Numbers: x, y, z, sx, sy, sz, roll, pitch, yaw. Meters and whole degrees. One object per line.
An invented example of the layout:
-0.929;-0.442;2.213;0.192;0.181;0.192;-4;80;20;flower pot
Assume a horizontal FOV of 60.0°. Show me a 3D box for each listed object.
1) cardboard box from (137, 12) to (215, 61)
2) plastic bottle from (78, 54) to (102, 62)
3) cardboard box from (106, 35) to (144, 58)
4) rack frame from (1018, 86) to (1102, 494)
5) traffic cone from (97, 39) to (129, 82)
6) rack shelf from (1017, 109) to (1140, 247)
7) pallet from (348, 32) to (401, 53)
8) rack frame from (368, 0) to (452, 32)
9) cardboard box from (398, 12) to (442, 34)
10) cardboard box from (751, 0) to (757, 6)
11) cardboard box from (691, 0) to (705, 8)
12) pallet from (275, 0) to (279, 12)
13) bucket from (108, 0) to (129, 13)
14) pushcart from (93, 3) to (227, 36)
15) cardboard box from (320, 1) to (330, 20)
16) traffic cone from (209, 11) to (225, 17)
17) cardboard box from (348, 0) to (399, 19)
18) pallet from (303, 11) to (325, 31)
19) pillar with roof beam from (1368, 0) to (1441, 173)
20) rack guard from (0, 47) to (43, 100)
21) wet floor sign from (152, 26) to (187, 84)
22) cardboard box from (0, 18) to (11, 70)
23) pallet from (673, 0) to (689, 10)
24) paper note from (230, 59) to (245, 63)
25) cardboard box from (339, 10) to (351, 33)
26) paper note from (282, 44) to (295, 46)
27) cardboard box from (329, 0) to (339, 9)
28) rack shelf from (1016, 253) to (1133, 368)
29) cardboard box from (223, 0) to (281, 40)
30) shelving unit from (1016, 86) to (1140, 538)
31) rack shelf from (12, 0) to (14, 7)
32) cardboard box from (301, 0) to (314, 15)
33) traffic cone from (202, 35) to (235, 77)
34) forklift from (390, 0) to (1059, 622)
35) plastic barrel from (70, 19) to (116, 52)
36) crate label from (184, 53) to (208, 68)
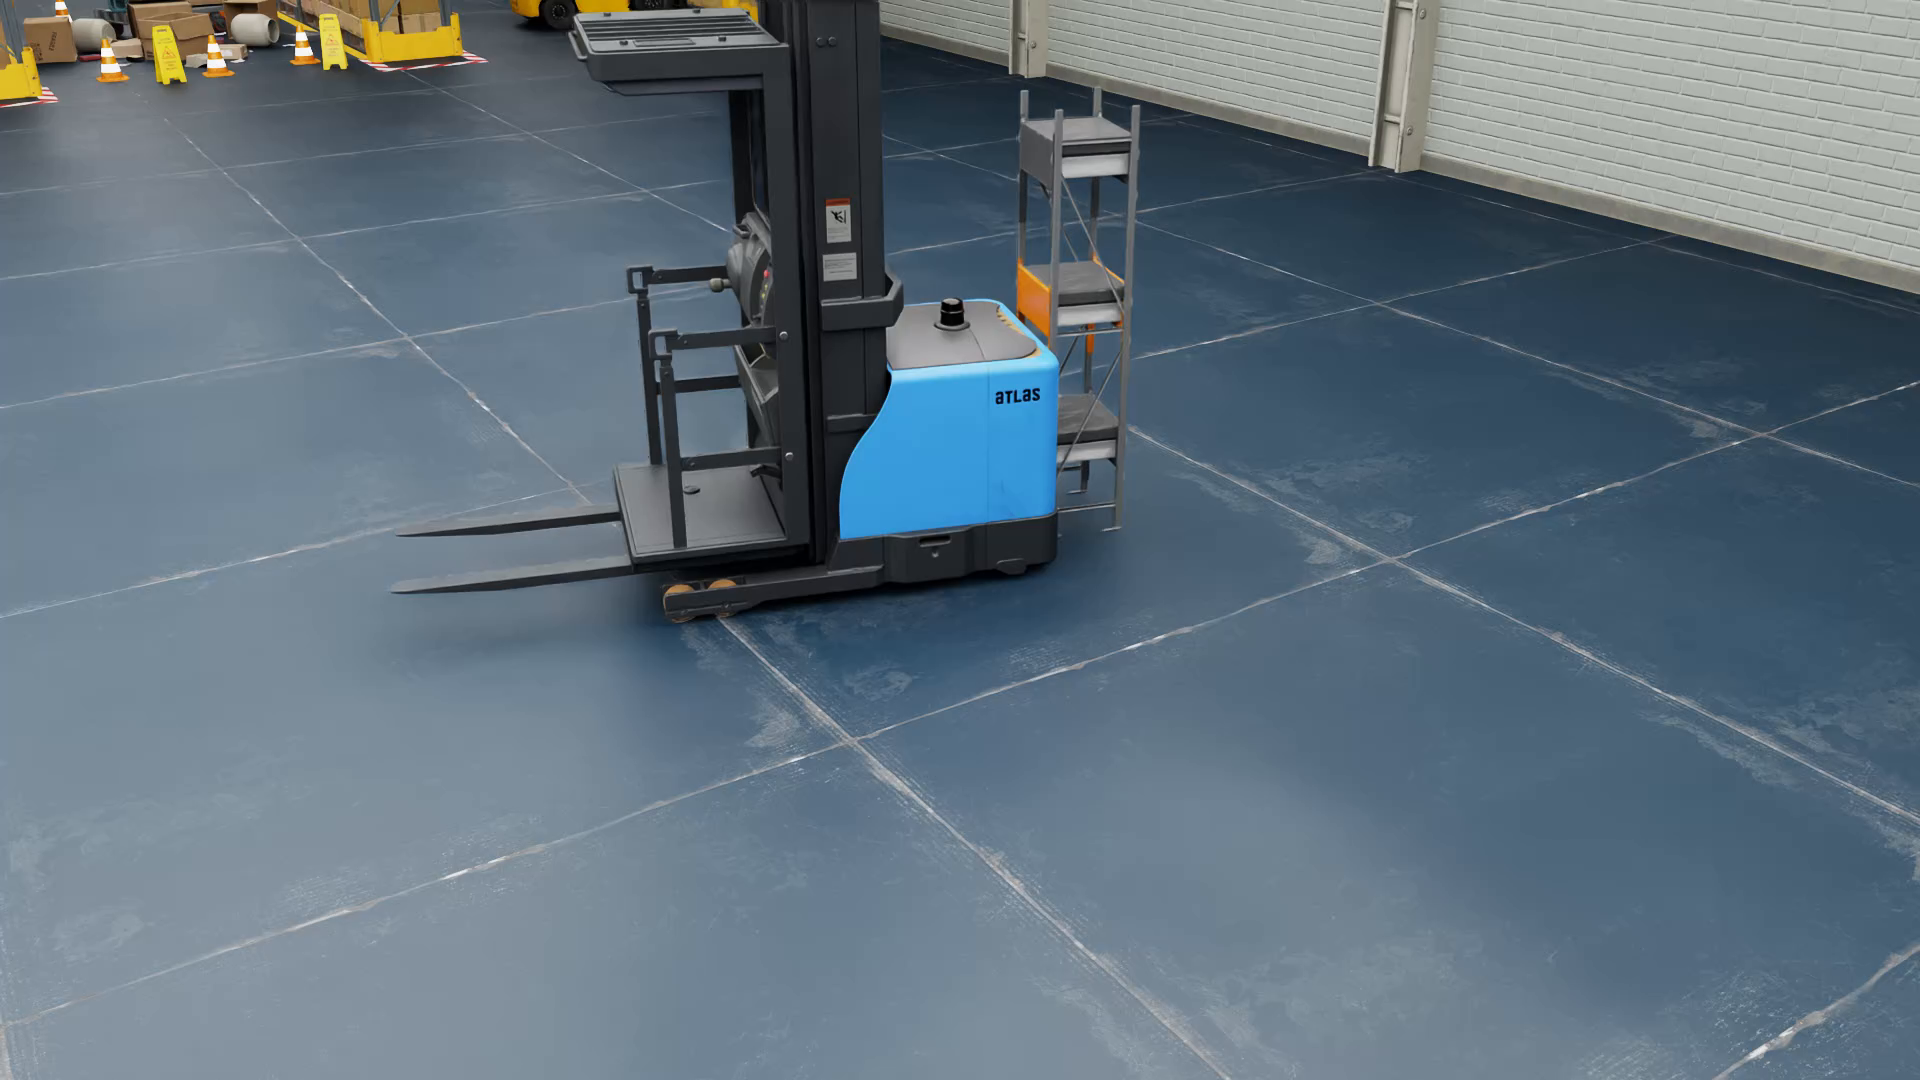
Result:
-10.057;-6.466;21.357;0.637;0.503;0.797;7;26;15;cardboard box
-11.077;-6.156;21.219;0.133;0.061;0.283;18;31;33;plastic bottle
-10.771;-6.375;21.444;0.396;0.266;0.258;-10;27;-21;cardboard box
0.478;-1.179;8.288;0.400;2.100;0.015;-7;26;-15;rack frame
-10.169;-5.740;19.867;0.336;0.463;0.334;-16;29;-30;traffic cone
0.546;-1.700;7.784;0.431;0.518;0.480;-7;26;-15;rack shelf
-7.432;-6.621;22.029;1.003;0.211;1.213;-16;29;-30;pallet
-6.976;-7.556;20.743;1.000;3.000;0.127;-16;29;-30;rack frame
-7.185;-6.856;21.988;0.500;0.250;0.500;-16;30;-30;cardboard box
-2.924;-7.882;24.162;0.500;0.250;0.500;-15;29;-29;cardboard box
-3.604;-7.935;24.275;0.500;0.250;0.500;-16;29;-30;cardboard box
-10.256;-8.441;25.883;1.003;0.211;1.213;-16;29;-30;pallet
-11.246;-7.493;22.663;0.726;0.611;0.620;-6;16;-12;bucket
-11.043;-7.252;23.170;0.936;0.377;1.648;18;31;33;pushcart
-8.472;-7.282;22.891;0.500;0.250;0.500;-16;30;-30;cardboard box
-11.010;-7.957;24.563;0.336;0.463;0.334;-16;29;-30;traffic cone
-7.632;-7.068;21.558;0.500;0.500;0.500;-15;29;-29;cardboard box
-8.764;-7.494;23.877;1.003;0.211;1.213;-16;29;-30;pallet
0.499;-6.591;11.670;9.100;9.000;0.400;-16;29;-30;pillar with roof beam
-11.056;-5.228;18.738;1.175;0.500;0.348;-16;29;-30;rack guard
-9.394;-5.753;19.681;0.267;0.644;0.232;-22;33;-38;wet floor sign
-11.494;-5.823;19.068;0.875;0.875;0.875;-15;29;-29;cardboard box
-3.934;-8.153;25.273;1.003;0.211;1.213;-16;29;-30;pallet
-9.160;-6.088;21.110;0.142;0.019;0.148;18;31;33;paper note
-7.919;-6.916;22.116;0.500;0.250;0.500;-15;29;-29;cardboard box
-8.970;-6.633;22.264;0.148;0.019;0.142;18;31;33;paper note
-8.190;-7.436;22.338;0.500;0.500;0.500;-16;30;-31;cardboard box
0.546;-1.067;8.082;0.431;0.518;0.480;-7;26;-15;rack shelf
-9.715;-7.157;22.823;0.500;0.500;0.500;3;25;6;cardboard box
0.546;-1.079;8.077;0.431;2.100;0.503;-7;26;-15;shelving unit
-12.160;-6.757;19.891;1.077;0.370;4.000;-16;29;-30;rack shelf
-9.064;-7.659;23.690;0.500;0.250;0.500;-17;30;-32;cardboard box
-9.036;-5.882;20.168;0.336;0.463;0.334;-16;29;-30;traffic cone
-1.113;-1.206;7.371;3.031;2.935;1.130;-7;26;-14;forklift
-11.348;-6.584;21.701;0.512;0.421;0.421;3;25;6;plastic barrel
-9.518;-6.001;20.802;0.298;0.136;0.250;12;28;24;crate label
